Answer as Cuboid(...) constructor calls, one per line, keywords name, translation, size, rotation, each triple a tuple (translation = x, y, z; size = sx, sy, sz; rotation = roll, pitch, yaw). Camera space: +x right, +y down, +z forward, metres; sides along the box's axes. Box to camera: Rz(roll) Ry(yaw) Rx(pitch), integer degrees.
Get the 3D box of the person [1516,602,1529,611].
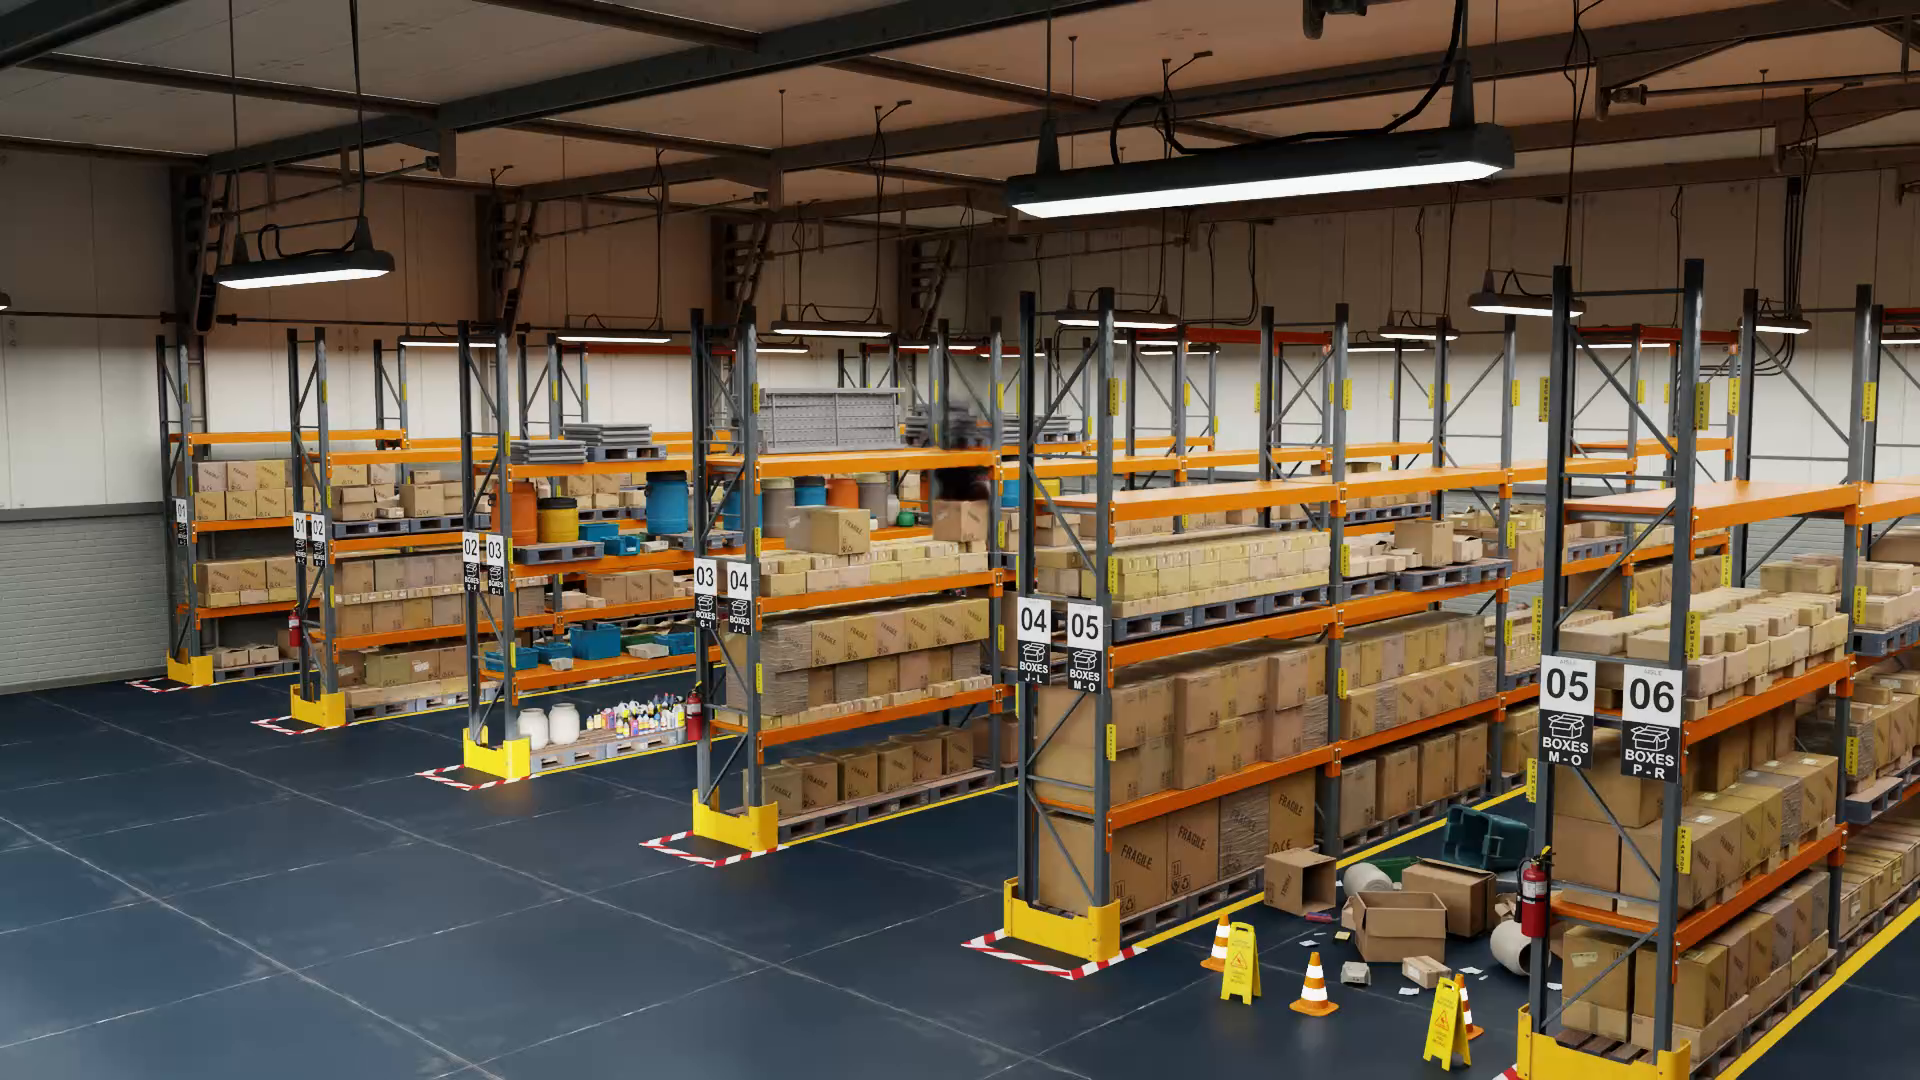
Cuboid(name="person", translation=(8.997, 1.834, 26.546), size=(0.706, 1.678, 0.688), rotation=(-4, 7, -38))
